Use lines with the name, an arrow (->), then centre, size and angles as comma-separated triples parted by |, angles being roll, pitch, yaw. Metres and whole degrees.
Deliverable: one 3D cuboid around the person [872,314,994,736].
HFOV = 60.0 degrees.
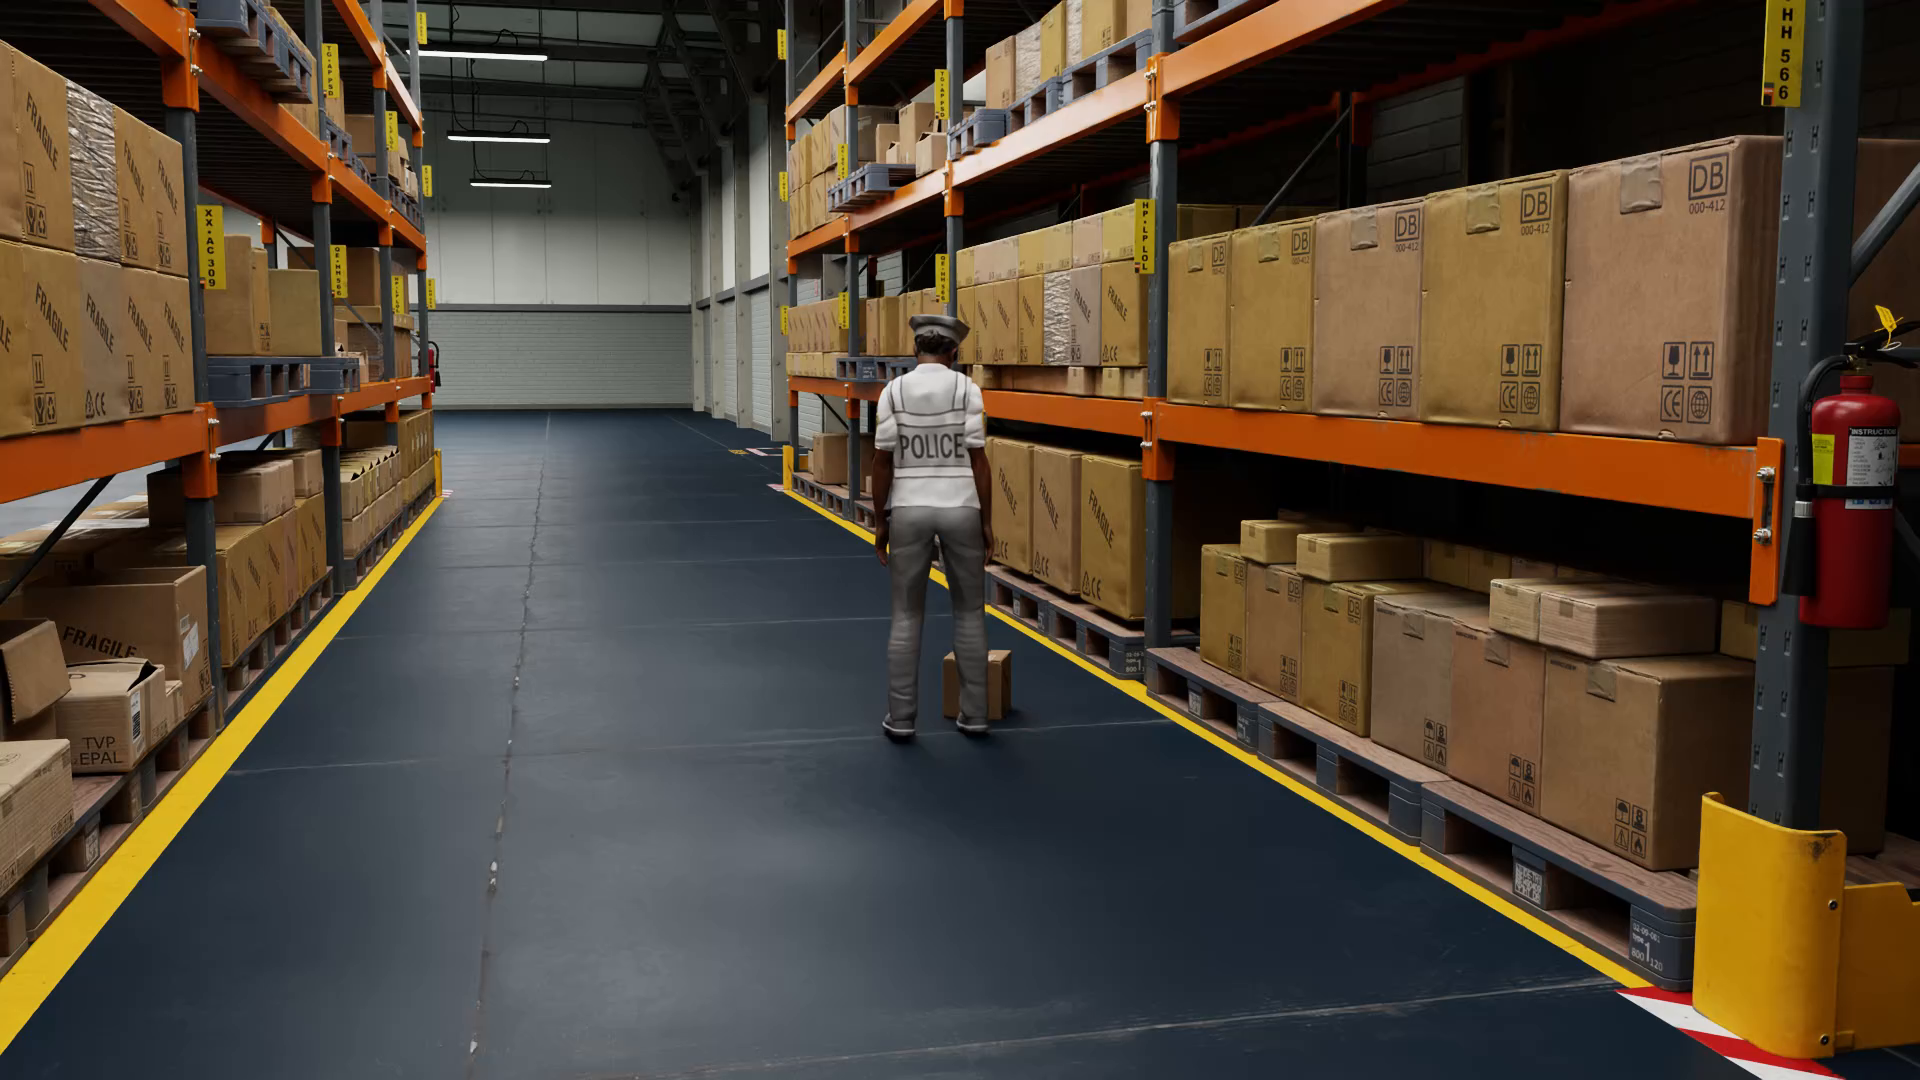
person -> -0.102, -0.057, 6.575 | 0.483, 1.656, 0.402 | 0, 6, 3
